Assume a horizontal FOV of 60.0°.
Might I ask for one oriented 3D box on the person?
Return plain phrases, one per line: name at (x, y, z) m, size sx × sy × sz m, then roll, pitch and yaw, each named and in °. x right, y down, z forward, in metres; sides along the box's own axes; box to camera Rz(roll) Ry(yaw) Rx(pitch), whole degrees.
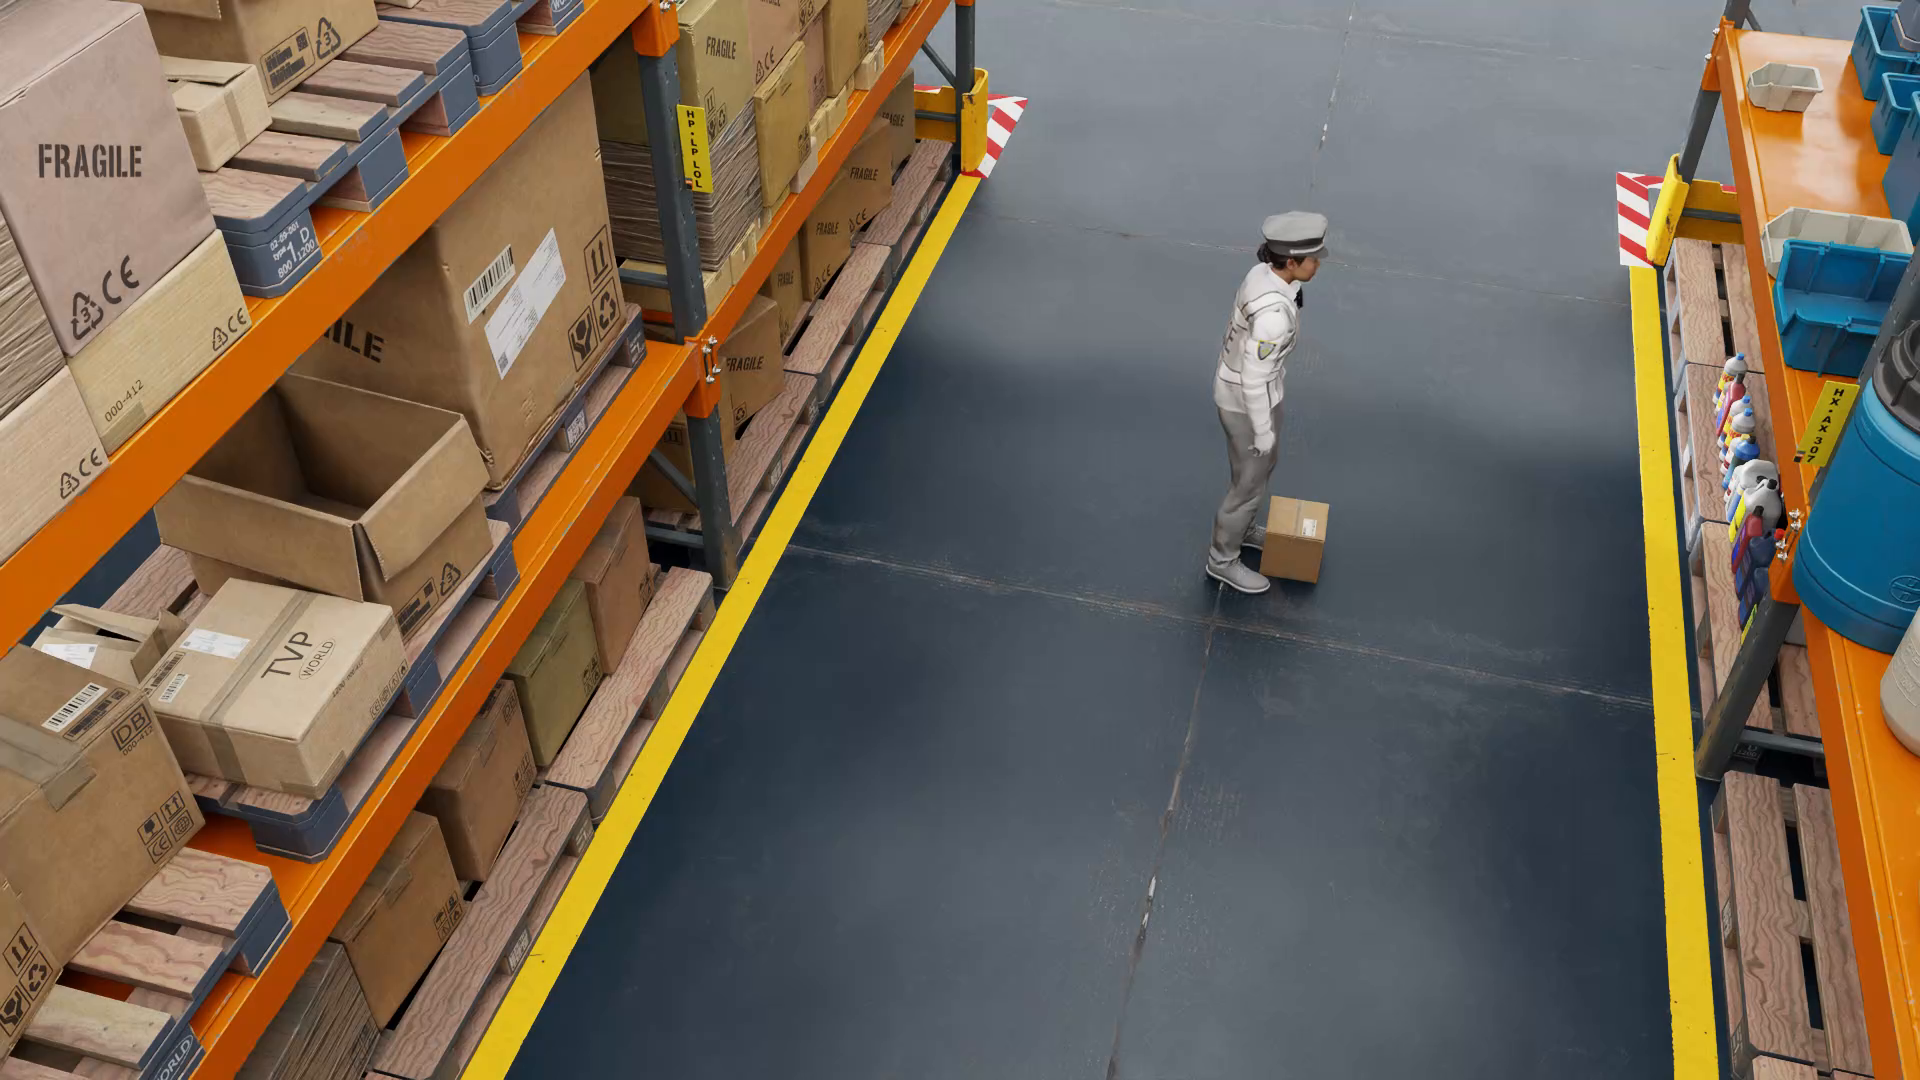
person at (1.239, -0.574, 6.807) m, size 0.409 × 1.666 × 0.547 m, roll 8°, pitch 42°, yaw 9°
